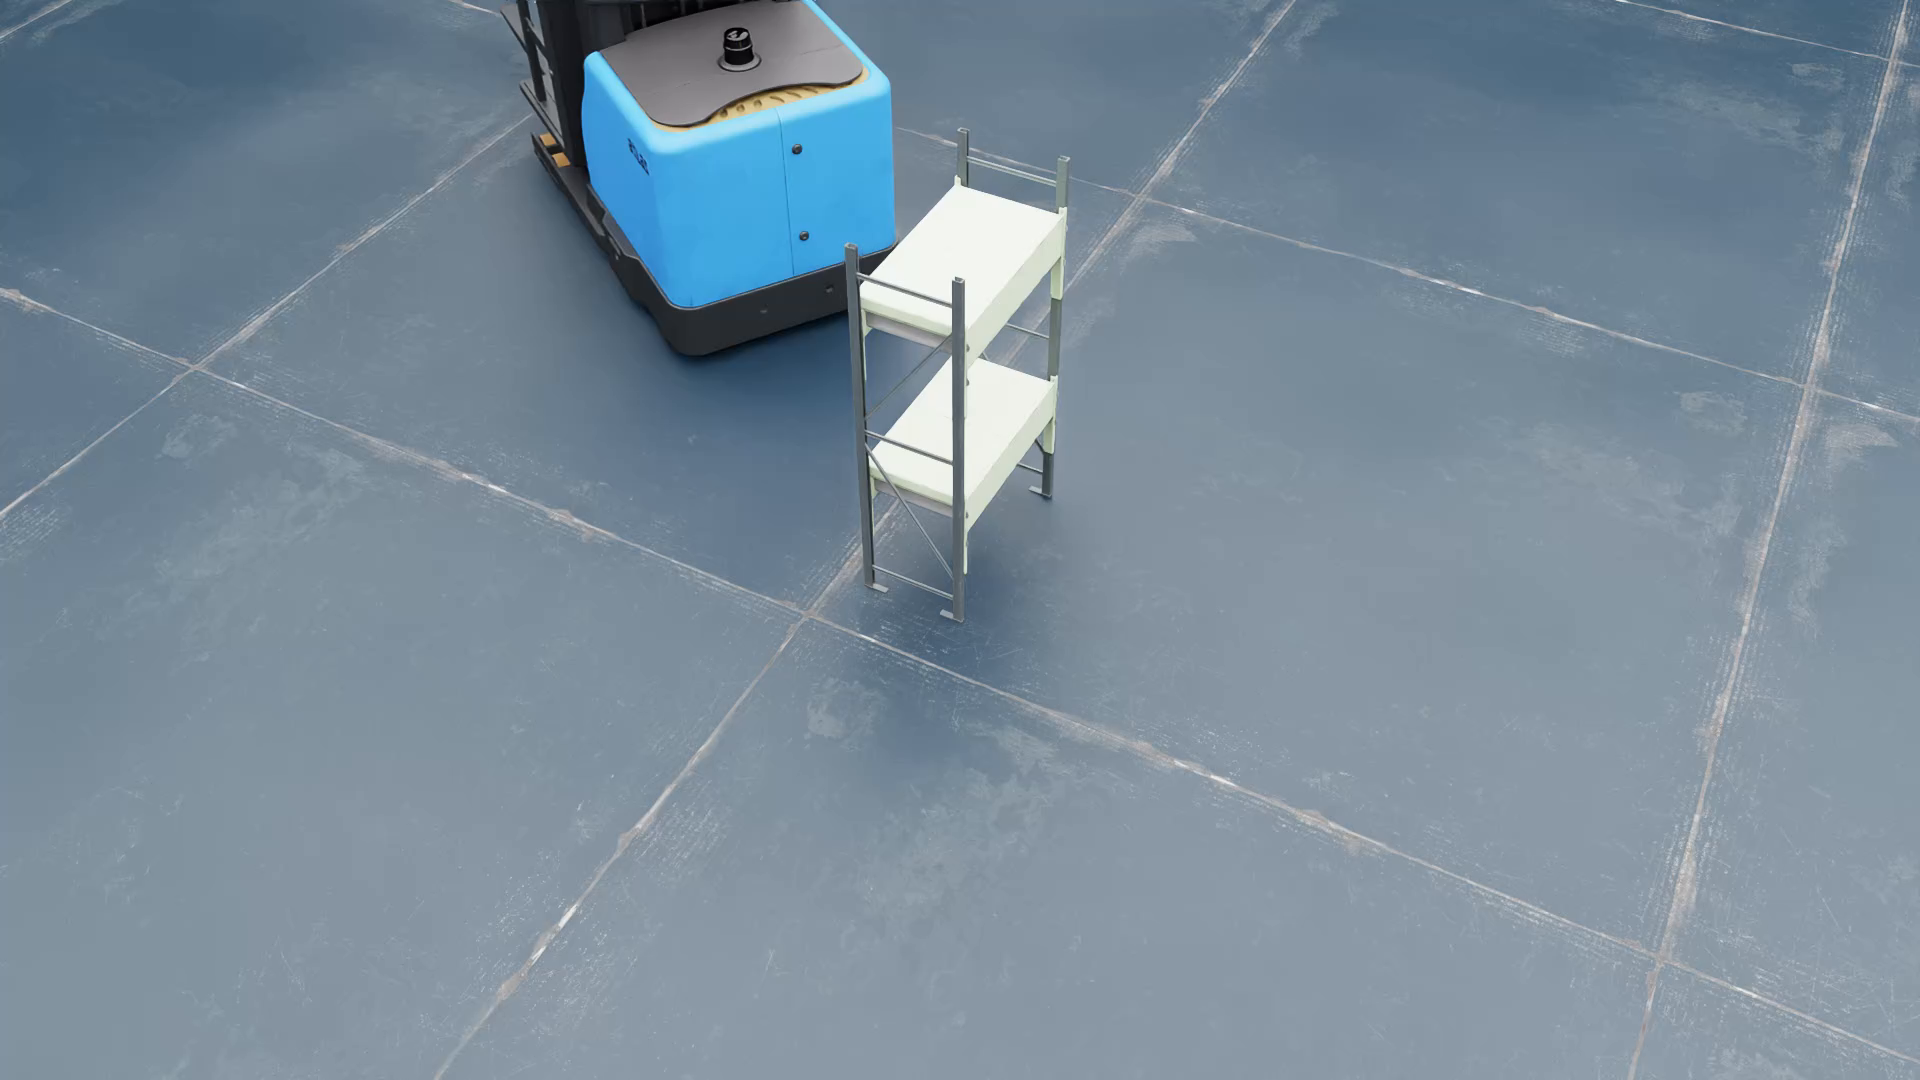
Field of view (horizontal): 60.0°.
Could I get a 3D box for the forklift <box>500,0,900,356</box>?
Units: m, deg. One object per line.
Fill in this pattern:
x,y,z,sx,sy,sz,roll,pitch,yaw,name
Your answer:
-1.397,-2.842,6.998,1.130,2.935,3.031,-21,49,-19,forklift

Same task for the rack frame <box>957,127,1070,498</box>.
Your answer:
0.173,-0.762,5.949,0.400,1.500,0.023,20,49,19,rack frame

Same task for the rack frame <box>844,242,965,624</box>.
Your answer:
-0.167,-0.301,5.493,0.400,1.500,0.023,20,49,19,rack frame

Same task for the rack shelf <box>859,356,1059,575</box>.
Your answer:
0.003,-0.302,5.953,0.431,0.370,0.720,20,49,19,rack shelf

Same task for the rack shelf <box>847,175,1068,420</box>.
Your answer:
0.003,-0.806,5.443,0.431,0.370,0.720,20,49,19,rack shelf

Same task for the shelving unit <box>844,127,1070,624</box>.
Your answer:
0.003,-0.531,5.721,0.431,1.500,0.755,20,49,19,shelving unit
